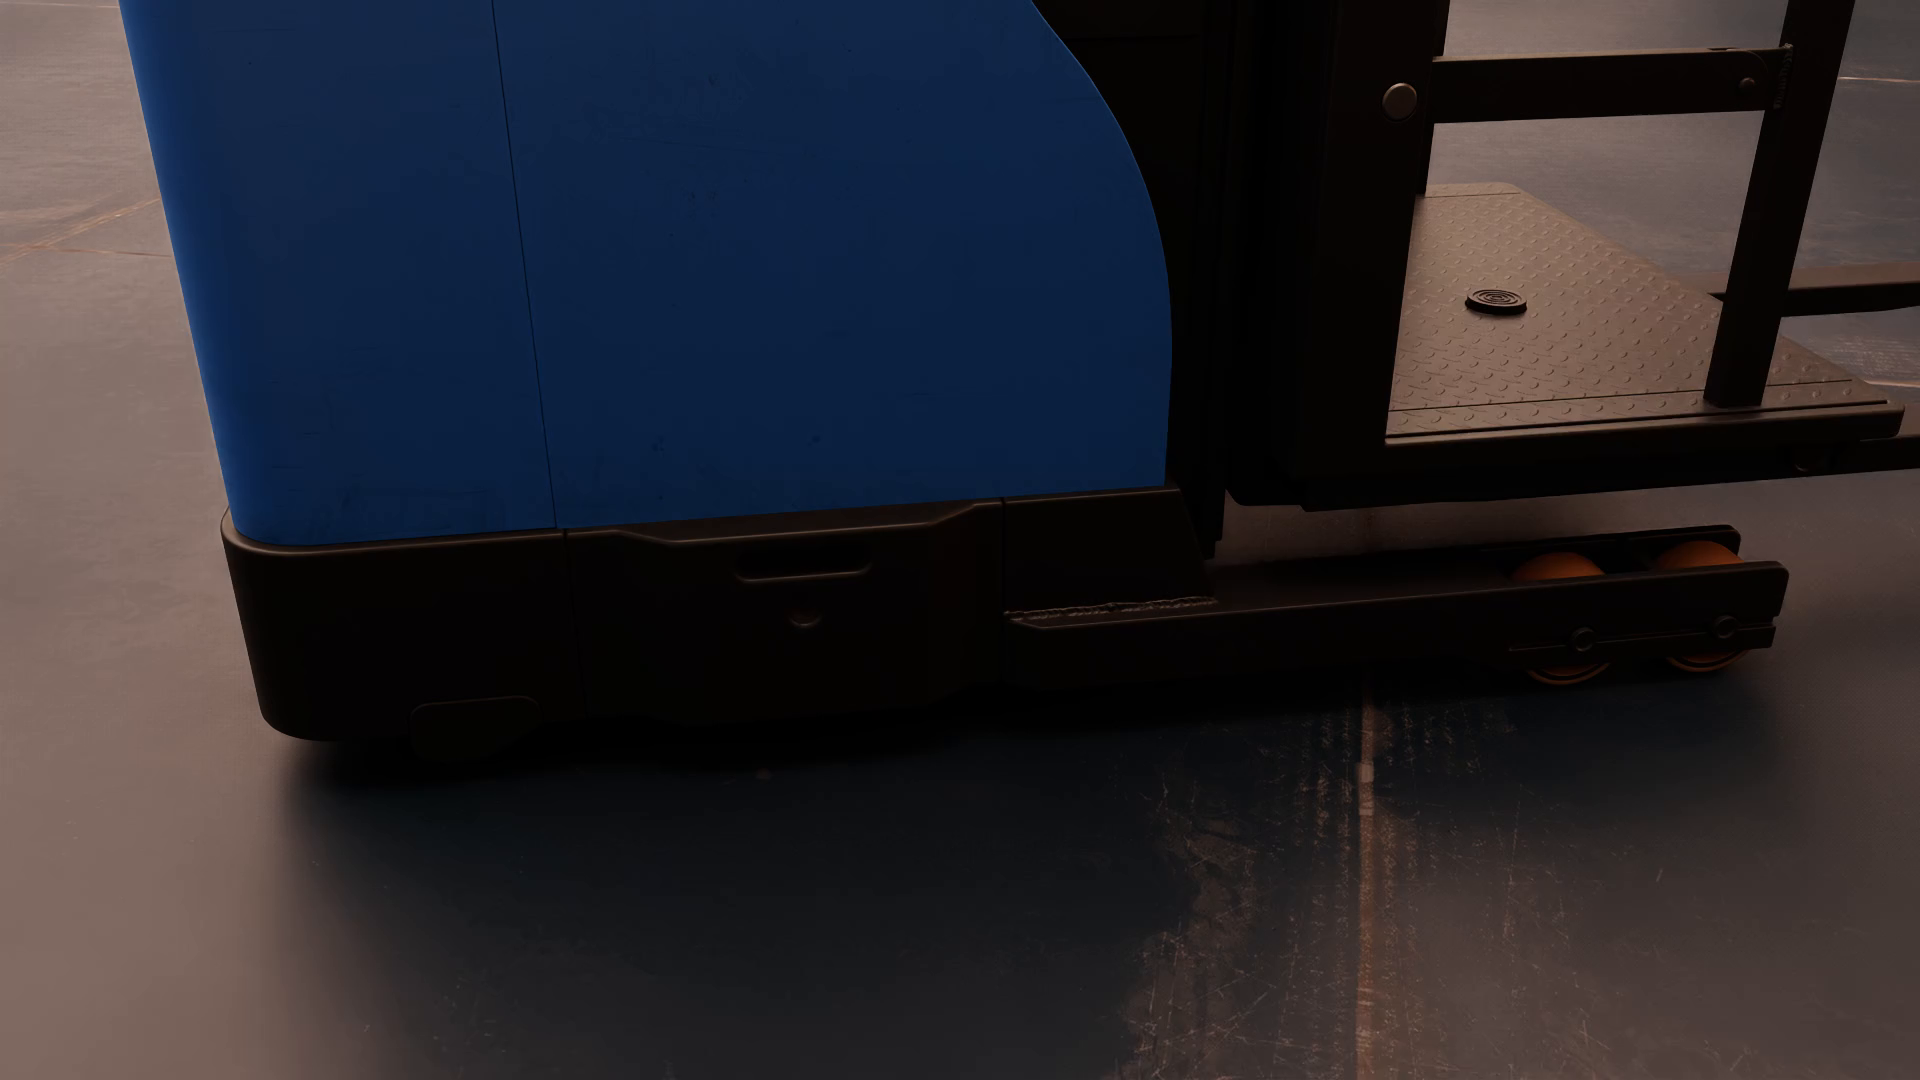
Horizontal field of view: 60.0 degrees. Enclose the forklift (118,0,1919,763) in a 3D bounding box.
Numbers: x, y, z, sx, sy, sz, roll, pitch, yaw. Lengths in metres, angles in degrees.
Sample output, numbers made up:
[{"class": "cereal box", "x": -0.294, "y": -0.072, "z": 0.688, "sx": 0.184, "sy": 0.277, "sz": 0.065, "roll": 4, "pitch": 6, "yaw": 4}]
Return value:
[{"class": "forklift", "x": 0.600, "y": -1.354, "z": 1.930, "sx": 3.031, "sy": 2.935, "sz": 1.130, "roll": -4, "pitch": 27, "yaw": -9}]
